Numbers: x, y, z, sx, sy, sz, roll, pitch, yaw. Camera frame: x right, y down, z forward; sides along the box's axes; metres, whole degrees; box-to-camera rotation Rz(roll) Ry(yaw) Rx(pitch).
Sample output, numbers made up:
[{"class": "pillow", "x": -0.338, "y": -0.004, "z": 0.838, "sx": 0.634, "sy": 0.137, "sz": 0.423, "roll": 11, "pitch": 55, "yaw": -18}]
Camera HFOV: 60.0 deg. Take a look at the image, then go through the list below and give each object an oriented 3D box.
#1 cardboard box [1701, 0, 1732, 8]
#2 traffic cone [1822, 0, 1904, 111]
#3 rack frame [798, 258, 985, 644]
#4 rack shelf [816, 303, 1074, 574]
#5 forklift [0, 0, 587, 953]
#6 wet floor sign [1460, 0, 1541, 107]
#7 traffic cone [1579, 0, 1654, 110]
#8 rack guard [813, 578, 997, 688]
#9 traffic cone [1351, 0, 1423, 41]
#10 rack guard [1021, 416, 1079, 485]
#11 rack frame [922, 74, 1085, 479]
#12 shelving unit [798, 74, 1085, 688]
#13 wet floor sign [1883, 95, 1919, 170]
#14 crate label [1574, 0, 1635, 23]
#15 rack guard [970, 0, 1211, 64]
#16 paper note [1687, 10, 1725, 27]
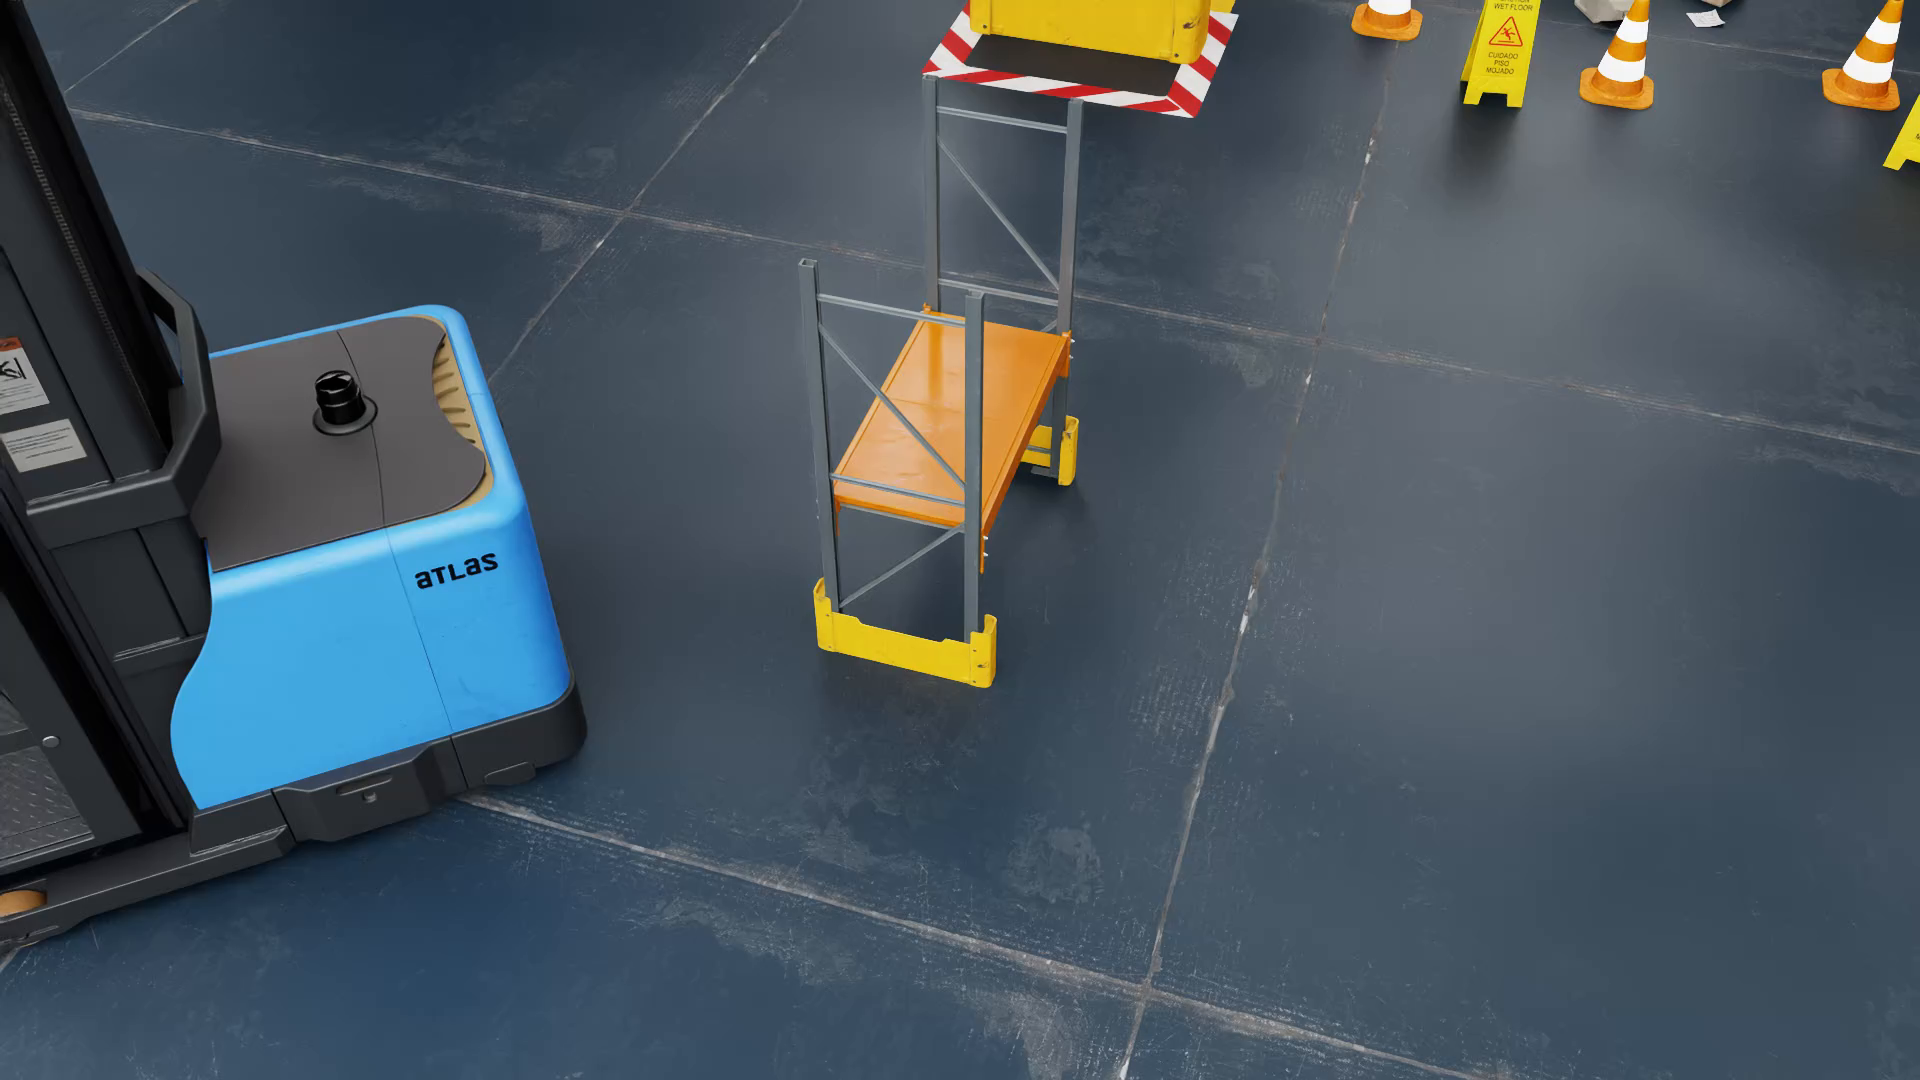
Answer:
[{"class": "cardboard box", "x": 3.868, "y": -2.940, "z": 8.648, "sx": 0.250, "sy": 0.149, "sz": 0.380, "roll": -33, "pitch": 53, "yaw": -29}, {"class": "traffic cone", "x": 4.298, "y": -2.311, "z": 7.781, "sx": 0.336, "sy": 0.463, "sz": 0.334, "roll": 13, "pitch": 46, "yaw": 13}, {"class": "rack frame", "x": -0.180, "y": -0.140, "z": 4.821, "sx": 0.500, "sy": 1.500, "sz": 0.032, "roll": 13, "pitch": 46, "yaw": 13}, {"class": "rack shelf", "x": -0.026, "y": -0.351, "z": 5.293, "sx": 0.538, "sy": 0.185, "sz": 1.000, "roll": 13, "pitch": 46, "yaw": 13}, {"class": "forklift", "x": -2.698, "y": -0.293, "z": 3.954, "sx": 3.031, "sy": 2.935, "sz": 1.130, "roll": -16, "pitch": 47, "yaw": -16}, {"class": "wet floor sign", "x": 2.527, "y": -2.359, "z": 7.699, "sx": 0.267, "sy": 0.644, "sz": 0.232, "roll": 5, "pitch": 45, "yaw": 5}, {"class": "traffic cone", "x": 3.137, "y": -2.320, "z": 7.790, "sx": 0.336, "sy": 0.463, "sz": 0.334, "roll": 13, "pitch": 46, "yaw": 13}, {"class": "rack guard", "x": -0.174, "y": 0.293, "z": 5.271, "sx": 0.587, "sy": 0.250, "sz": 0.087, "roll": 13, "pitch": 46, "yaw": 13}, {"class": "traffic cone", "x": 2.163, "y": -2.786, "z": 8.266, "sx": 0.336, "sy": 0.463, "sz": 0.334, "roll": 13, "pitch": 46, "yaw": 13}, {"class": "rack guard", "x": 0.128, "y": -0.370, "z": 5.950, "sx": 0.587, "sy": 0.250, "sz": 0.087, "roll": 13, "pitch": 46, "yaw": 13}, {"class": "rack frame", "x": 0.128, "y": -0.818, "z": 5.514, "sx": 0.500, "sy": 1.500, "sz": 0.032, "roll": 13, "pitch": 46, "yaw": 13}, {"class": "shelving unit", "x": -0.023, "y": -0.485, "z": 5.174, "sx": 0.587, "sy": 1.500, "sz": 1.083, "roll": 13, "pitch": 46, "yaw": 13}, {"class": "wet floor sign", "x": 4.320, "y": -1.916, "z": 7.247, "sx": 0.267, "sy": 0.644, "sz": 0.232, "roll": 28, "pitch": 51, "yaw": 26}, {"class": "crate label", "x": 3.316, "y": -2.740, "z": 8.452, "sx": 0.250, "sy": 0.136, "sz": 0.298, "roll": -9, "pitch": 45, "yaw": -9}, {"class": "rack guard", "x": 0.641, "y": -2.730, "z": 8.182, "sx": 1.175, "sy": 0.500, "sz": 0.348, "roll": 13, "pitch": 46, "yaw": 13}, {"class": "paper note", "x": 3.786, "y": -2.648, "z": 8.435, "sx": 0.148, "sy": 0.019, "sz": 0.142, "roll": -2, "pitch": 44, "yaw": -2}]
